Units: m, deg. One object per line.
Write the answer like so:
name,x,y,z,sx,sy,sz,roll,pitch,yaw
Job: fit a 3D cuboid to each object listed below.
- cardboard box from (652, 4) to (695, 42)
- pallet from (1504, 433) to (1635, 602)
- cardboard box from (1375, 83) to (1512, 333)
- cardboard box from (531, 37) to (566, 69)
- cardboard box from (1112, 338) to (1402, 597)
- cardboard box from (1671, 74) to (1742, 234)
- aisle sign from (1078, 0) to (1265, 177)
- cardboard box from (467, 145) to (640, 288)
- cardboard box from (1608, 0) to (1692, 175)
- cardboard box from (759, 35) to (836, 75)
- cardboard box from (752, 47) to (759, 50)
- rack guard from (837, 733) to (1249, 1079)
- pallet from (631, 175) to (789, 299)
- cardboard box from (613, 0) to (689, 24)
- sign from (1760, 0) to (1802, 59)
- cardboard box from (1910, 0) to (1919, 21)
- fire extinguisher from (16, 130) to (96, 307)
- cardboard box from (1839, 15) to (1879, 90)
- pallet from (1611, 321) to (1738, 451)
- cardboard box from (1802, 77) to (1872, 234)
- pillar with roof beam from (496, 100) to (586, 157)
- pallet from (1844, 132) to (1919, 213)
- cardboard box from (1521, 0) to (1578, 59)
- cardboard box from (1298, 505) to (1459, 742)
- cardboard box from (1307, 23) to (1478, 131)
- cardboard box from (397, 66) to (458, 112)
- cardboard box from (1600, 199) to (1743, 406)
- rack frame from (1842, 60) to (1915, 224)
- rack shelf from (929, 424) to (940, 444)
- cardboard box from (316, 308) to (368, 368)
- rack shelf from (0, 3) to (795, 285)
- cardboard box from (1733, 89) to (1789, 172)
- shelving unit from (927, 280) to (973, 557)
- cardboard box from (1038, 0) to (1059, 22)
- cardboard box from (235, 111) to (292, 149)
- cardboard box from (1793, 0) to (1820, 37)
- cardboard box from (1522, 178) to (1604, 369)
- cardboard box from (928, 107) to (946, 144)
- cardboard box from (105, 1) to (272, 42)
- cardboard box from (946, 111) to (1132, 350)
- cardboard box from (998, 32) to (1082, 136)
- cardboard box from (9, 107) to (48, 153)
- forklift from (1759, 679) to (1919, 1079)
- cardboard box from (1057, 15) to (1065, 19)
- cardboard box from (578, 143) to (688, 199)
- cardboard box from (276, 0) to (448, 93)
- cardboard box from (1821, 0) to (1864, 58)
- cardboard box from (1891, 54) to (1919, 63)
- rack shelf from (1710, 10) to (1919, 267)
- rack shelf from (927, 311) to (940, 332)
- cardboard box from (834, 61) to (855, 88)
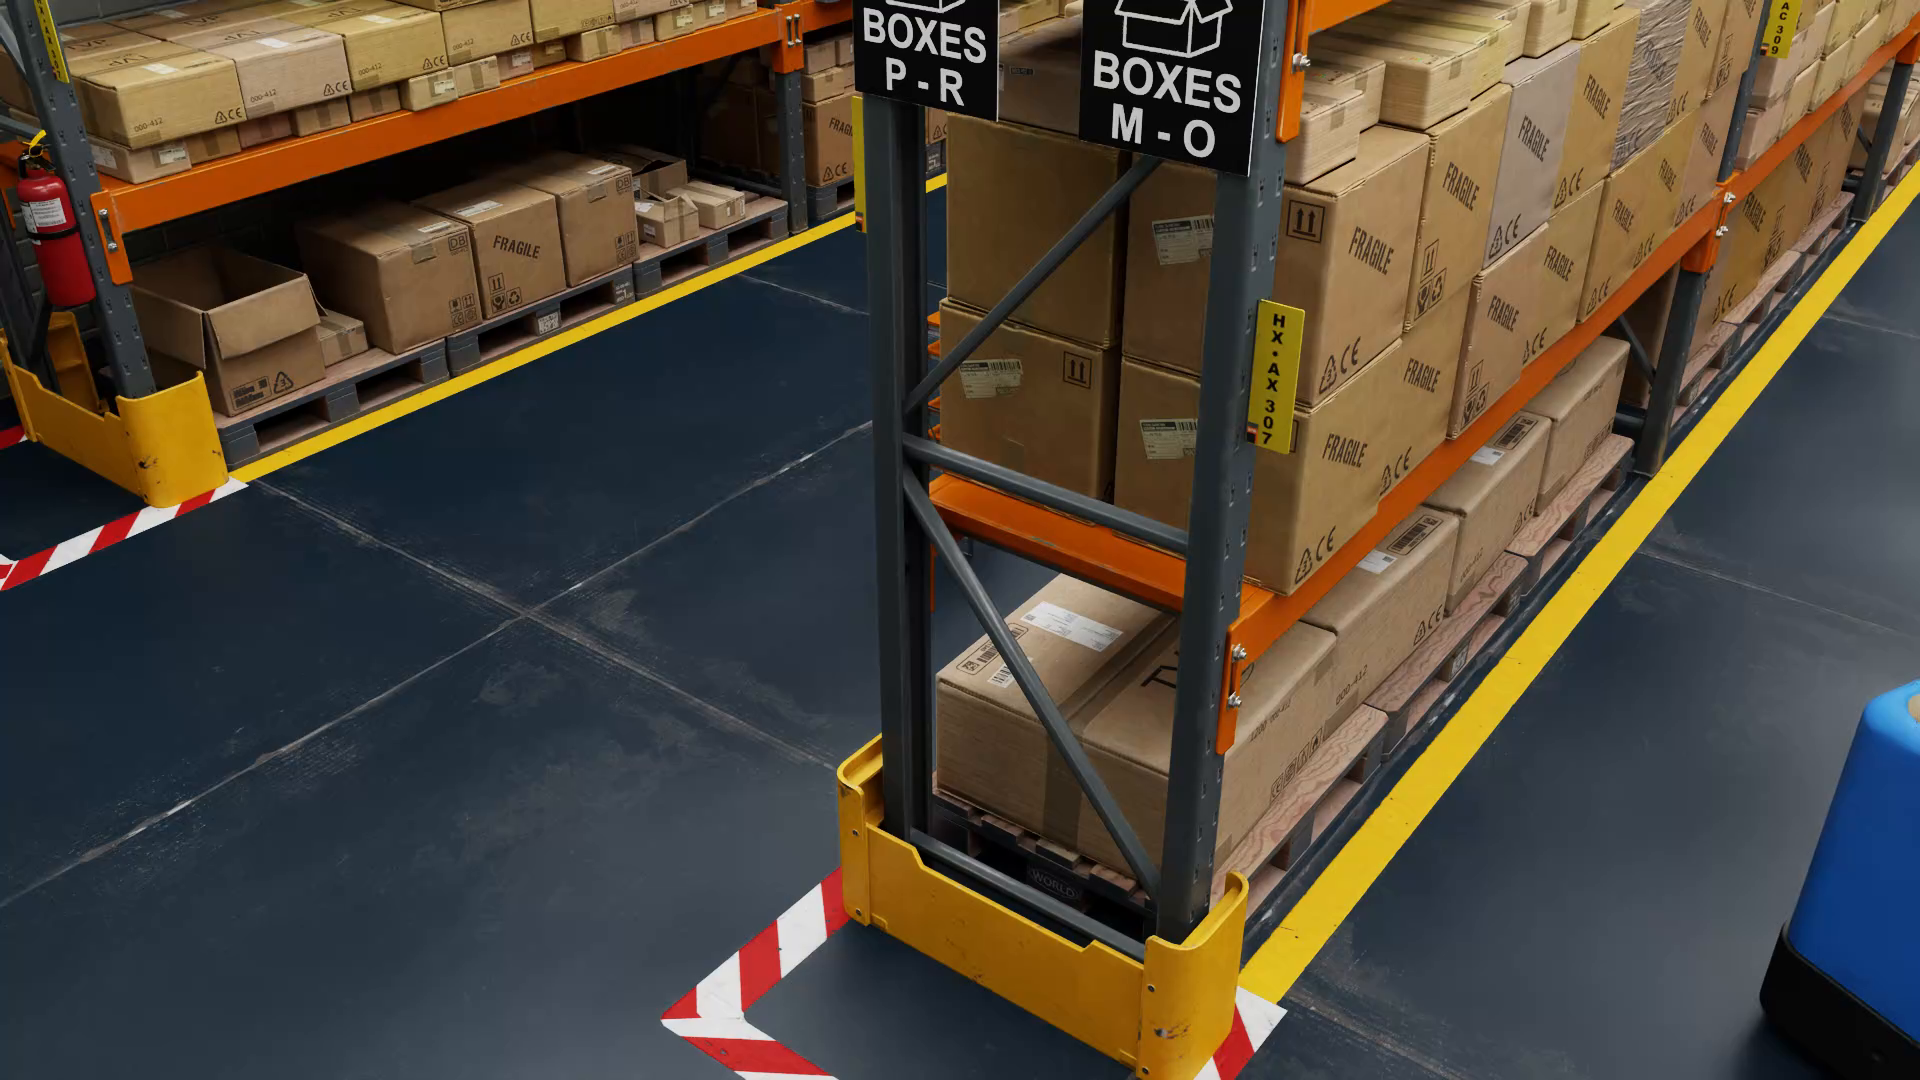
cardboard box,-1.601,-2.713,8.632,0.380,0.149,0.250,22,37,32
pallet,2.106,-0.243,6.954,1.003,0.211,1.213,21,37,31
cardboard box,1.036,-0.895,4.239,0.500,0.500,0.500,20,36,30
cardboard box,-2.157,-2.432,8.158,0.380,0.149,0.250,22,37,32
cardboard box,0.732,-0.252,4.135,0.500,0.500,0.500,21,36,31
cardboard box,2.551,-1.504,6.247,0.500,0.500,0.500,21,37,32
aisle sign,0.401,-1.102,3.117,0.394,0.787,0.004,21,37,31
cardboard box,-2.128,-1.710,8.734,0.700,0.500,0.500,20,36,30
cardboard box,1.950,-1.511,5.278,0.500,0.500,0.500,22,37,32
cardboard box,-0.952,-2.849,9.727,0.380,0.149,0.250,20,36,30
cardboard box,-1.185,-2.985,10.249,0.380,0.149,0.250,21,37,31
rack guard,0.199,0.983,4.601,1.175,0.500,0.348,21,37,31
pallet,-1.747,-1.775,9.539,1.003,0.211,1.213,21,37,31
cardboard box,-1.736,-2.827,8.434,0.500,0.250,0.500,21,37,31
sign,3.071,-1.964,6.195,0.100,0.325,0.005,21,37,31
cardboard box,4.944,-3.004,9.024,0.500,0.250,0.500,20,36,30
fire extinguisher,-3.467,-1.232,6.329,0.296,0.674,0.183,21,37,31
cardboard box,4.046,-2.376,7.963,0.500,0.250,0.500,20,36,31
pallet,3.033,-0.865,8.003,1.003,0.211,1.213,21,37,31
cardboard box,4.559,-2.365,9.471,0.875,0.875,0.875,21,36,31
pillar with roof beam,0.961,-4.504,5.524,9.100,9.000,0.400,21,37,31
pallet,5.515,-2.471,10.713,1.003,0.211,1.213,21,37,31
cardboard box,1.443,-1.436,4.516,0.380,0.149,0.250,21,37,32
cardboard box,1.077,0.146,5.663,0.875,0.438,0.875,22,37,33
cardboard box,0.998,-1.112,3.969,0.380,0.149,0.250,22,37,33
cardboard box,-2.512,-2.078,7.560,0.380,0.149,0.250,20,36,30
cardboard box,2.938,-1.271,7.625,0.875,0.875,0.875,22,37,33
rack frame,5.042,-3.354,9.467,1.000,3.000,0.127,21,37,31
rack shelf,0.009,-0.381,6.538,0.258,0.103,0.180,21,37,31
cardboard box,-3.014,-0.963,7.816,0.380,0.149,0.250,20,36,29
rack shelf,-2.539,-2.132,8.110,1.077,0.370,4.000,21,37,31
cardboard box,3.104,-1.761,6.926,0.500,0.250,0.500,20,36,30
shelving unit,0.009,-0.522,6.454,0.258,1.200,0.189,21,37,31
cardboard box,0.457,-3.678,11.418,0.380,0.149,0.250,22,37,33
cardboard box,-3.082,-1.804,7.099,0.380,0.149,0.250,21,36,31
cardboard box,3.122,-2.291,6.596,0.500,0.500,0.500,22,37,32
cardboard box,1.625,-0.876,5.188,0.500,0.500,0.500,22,37,33
cardboard box,-0.242,-2.908,10.754,0.500,0.500,0.500,20,36,30
cardboard box,-3.368,-2.169,7.324,0.500,0.250,0.500,21,37,31
cardboard box,0.314,-0.844,4.154,0.500,0.500,0.500,22,37,33
cardboard box,0.270,-1.062,3.884,0.380,0.149,0.250,22,37,32
cardboard box,-3.761,-1.737,6.986,0.380,0.149,0.250,21,36,31
forklift,3.707,-0.087,4.022,3.031,2.935,1.130,-15,34,-24
cardboard box,0.688,-3.547,11.833,0.500,0.500,0.500,21,36,31
cardboard box,-1.919,-2.082,9.547,0.500,0.311,0.500,23,37,33
cardboard box,-2.650,-2.205,7.384,0.500,0.250,0.500,20,36,30
cardboard box,3.736,-2.388,7.494,0.500,0.250,0.500,22,37,32
cardboard box,6.292,-3.240,11.440,0.950,0.372,0.625,22,37,33
rack shelf,3.835,-2.231,8.279,1.077,0.370,4.000,21,37,31
rack shelf,0.009,-0.794,6.293,0.258,0.103,0.180,21,37,31
cardboard box,-0.798,-2.839,10.001,0.380,0.149,0.250,20,36,30
